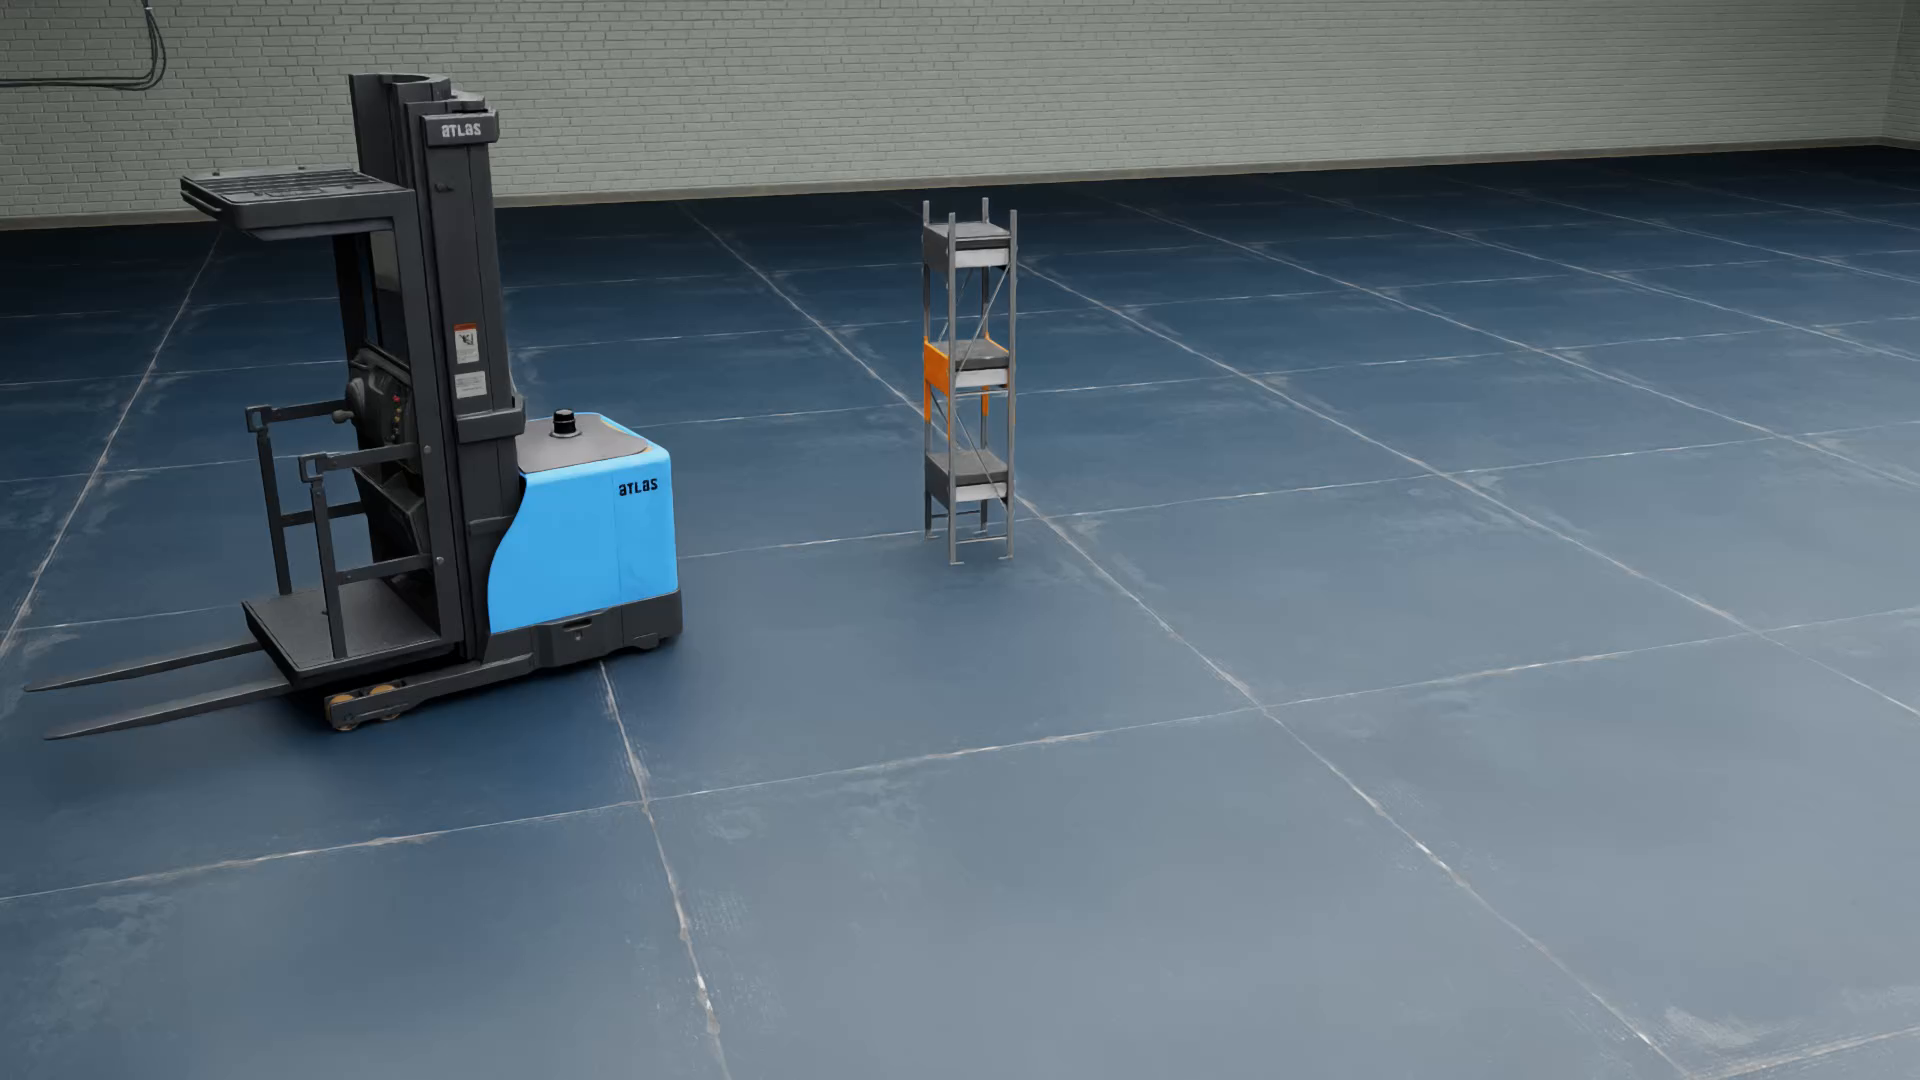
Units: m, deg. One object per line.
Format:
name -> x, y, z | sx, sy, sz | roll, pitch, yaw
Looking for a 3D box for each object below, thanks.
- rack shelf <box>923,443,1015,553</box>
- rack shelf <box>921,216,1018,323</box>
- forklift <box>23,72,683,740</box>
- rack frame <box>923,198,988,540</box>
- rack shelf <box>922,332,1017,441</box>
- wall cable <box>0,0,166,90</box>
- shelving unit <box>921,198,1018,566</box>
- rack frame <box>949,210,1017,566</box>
rack shelf -> 0.052, -0.263, 10.155 | 0.431, 0.518, 0.480 | -6, 21, -17
rack shelf -> 0.052, -1.581, 9.682 | 0.431, 0.518, 0.480 | -6, 21, -17
forklift -> -2.978, -0.677, 7.967 | 3.031, 2.935, 1.130 | -13, 24, -33
rack frame -> -0.025, -1.013, 10.132 | 0.400, 2.100, 0.015 | -6, 21, -17
rack shelf -> 0.052, -0.922, 9.918 | 0.431, 0.518, 0.480 | -6, 21, -17
wall cable -> -11.754, -6.864, 20.809 | 3.097, 2.526, 0.112 | -6, 21, -17
shelving unit -> 0.052, -0.935, 9.914 | 0.431, 2.100, 0.503 | -6, 21, -17
rack frame -> 0.129, -0.857, 9.696 | 0.400, 2.100, 0.015 | -6, 21, -17
